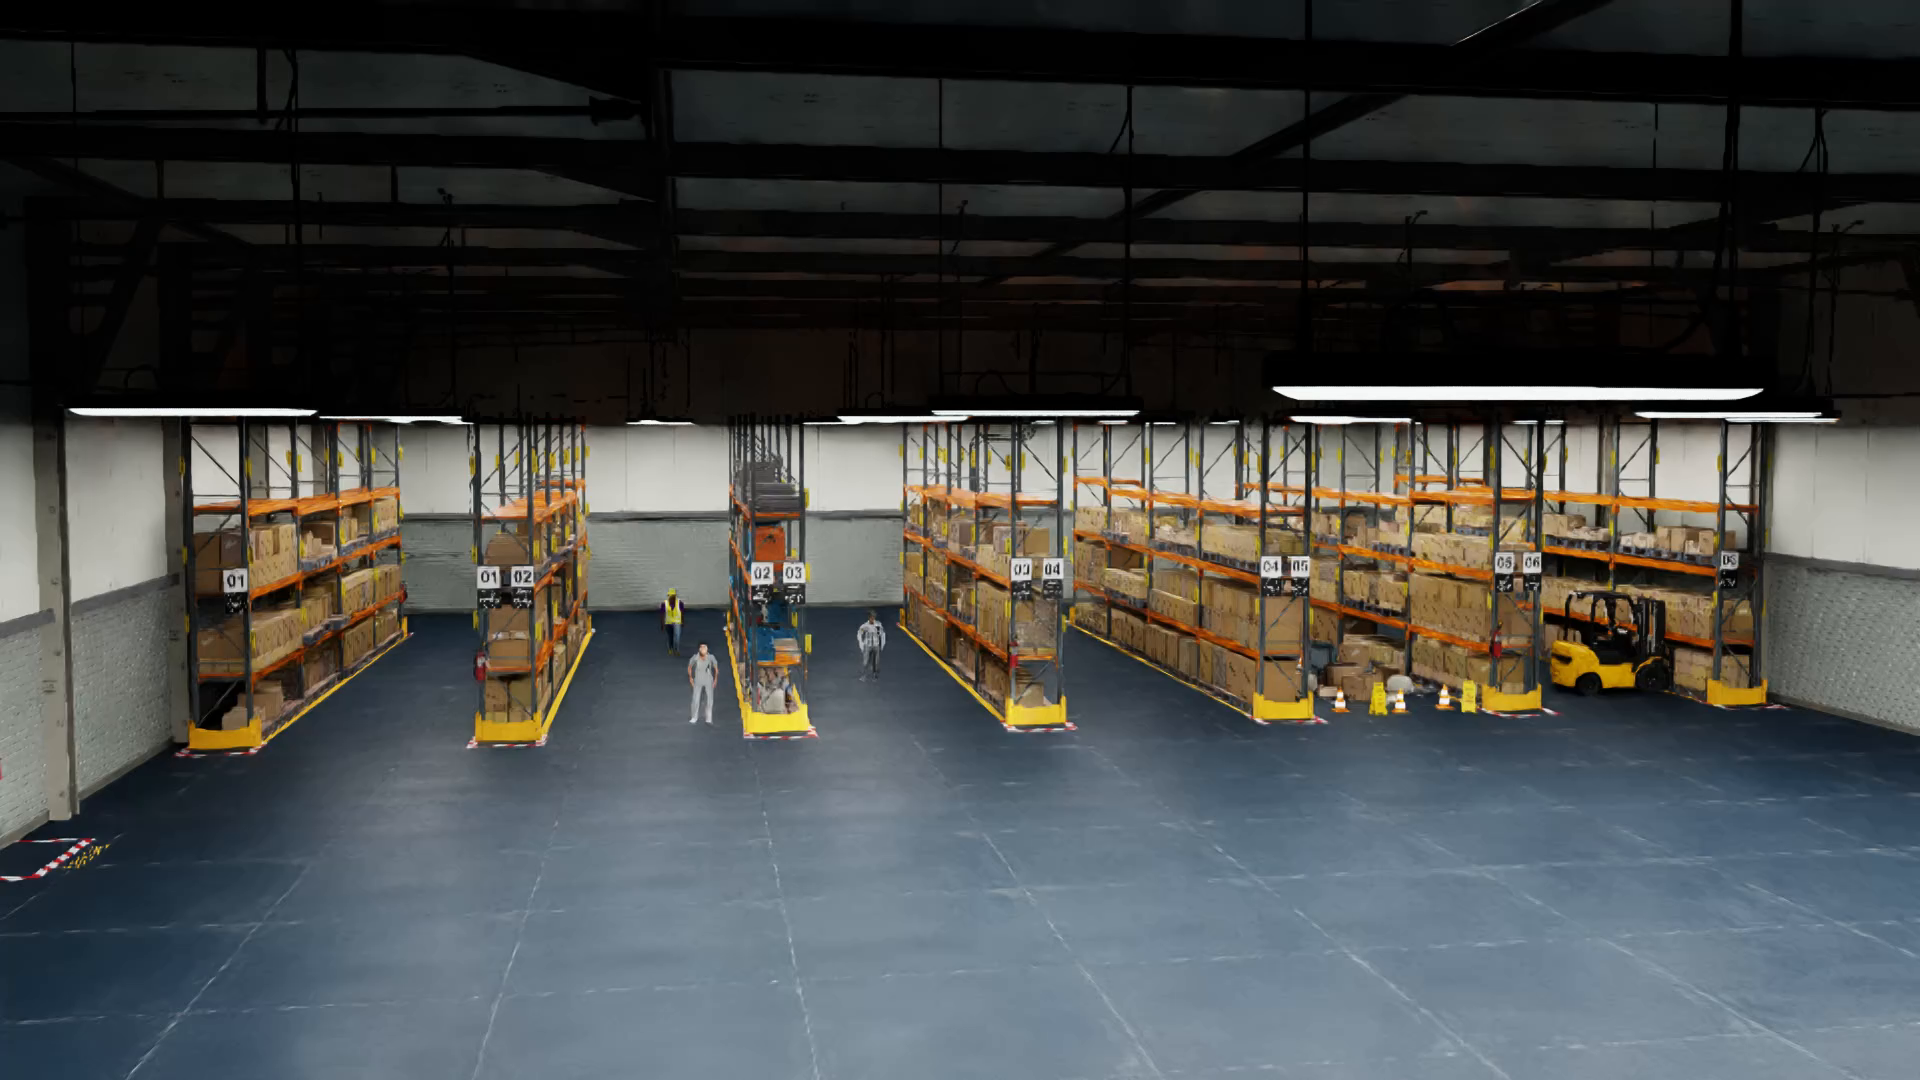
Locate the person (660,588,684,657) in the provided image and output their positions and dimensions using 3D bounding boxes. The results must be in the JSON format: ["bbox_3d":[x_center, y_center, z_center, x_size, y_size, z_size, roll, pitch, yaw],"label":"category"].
[{"bbox_3d":[-7.184,2.046,41.506,0.577,1.691,1.121,0,4,-7],"label":"person"}]

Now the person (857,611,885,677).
[{"bbox_3d":[-1.990,2.342,37.360,0.639,1.566,0.492,-1,4,-11],"label":"person"}]

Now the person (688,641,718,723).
[{"bbox_3d":[-4.955,2.741,32.064,0.580,1.619,0.507,-1,4,-10],"label":"person"}]
